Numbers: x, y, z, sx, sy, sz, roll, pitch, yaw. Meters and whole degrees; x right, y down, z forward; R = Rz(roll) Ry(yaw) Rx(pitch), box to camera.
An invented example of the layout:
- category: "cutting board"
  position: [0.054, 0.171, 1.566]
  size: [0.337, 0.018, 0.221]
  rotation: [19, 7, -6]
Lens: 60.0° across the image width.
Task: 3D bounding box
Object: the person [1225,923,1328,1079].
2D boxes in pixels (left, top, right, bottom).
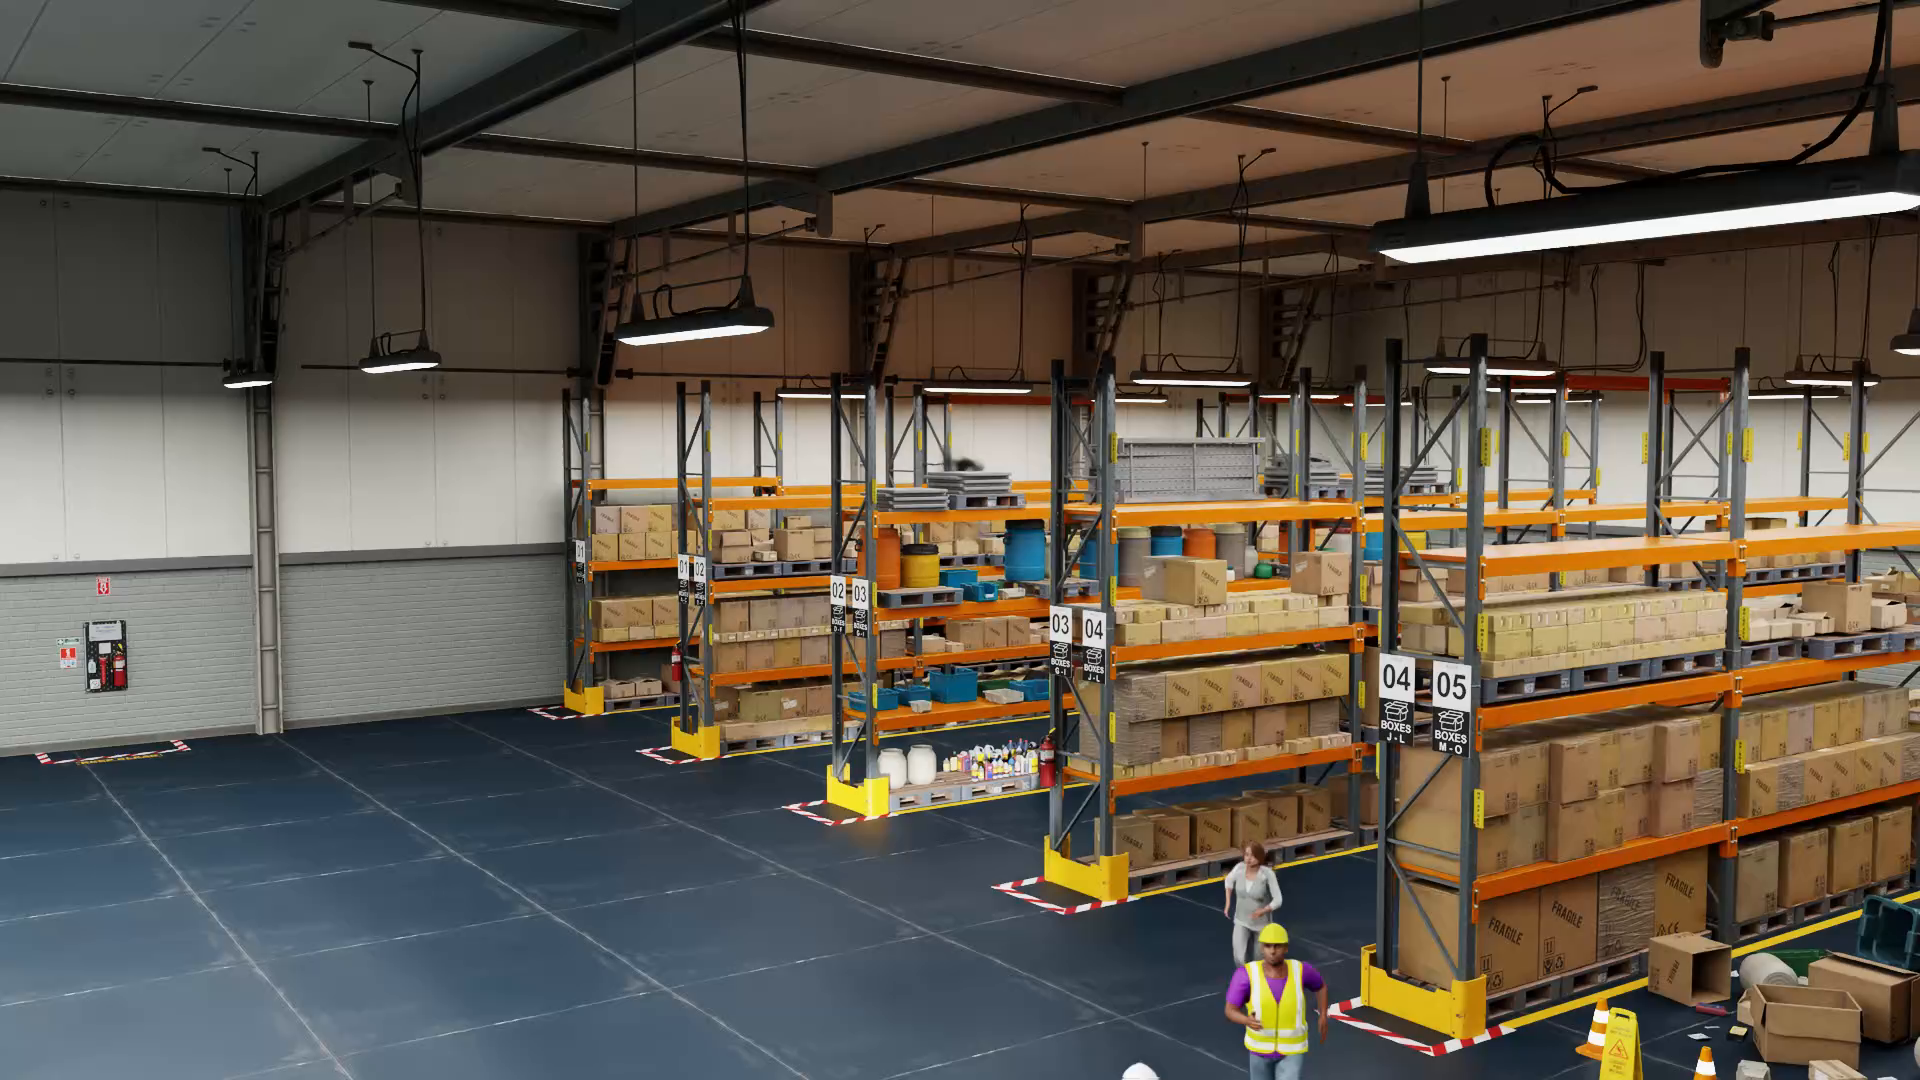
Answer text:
- category: "person"
  position: [2.180, 3.521, 11.464]
  size: [0.709, 1.738, 1.036]
  rotation: [1, 4, 11]

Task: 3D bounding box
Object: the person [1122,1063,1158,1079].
- category: "person"
  position: [0.975, 3.713, 8.952]
  size: [0.649, 1.726, 0.580]
  rotation: [1, 4, 11]

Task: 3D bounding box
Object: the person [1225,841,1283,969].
- category: "person"
  position: [2.596, 3.438, 14.823]
  size: [0.561, 1.554, 0.633]
  rotation: [2, 4, 23]
